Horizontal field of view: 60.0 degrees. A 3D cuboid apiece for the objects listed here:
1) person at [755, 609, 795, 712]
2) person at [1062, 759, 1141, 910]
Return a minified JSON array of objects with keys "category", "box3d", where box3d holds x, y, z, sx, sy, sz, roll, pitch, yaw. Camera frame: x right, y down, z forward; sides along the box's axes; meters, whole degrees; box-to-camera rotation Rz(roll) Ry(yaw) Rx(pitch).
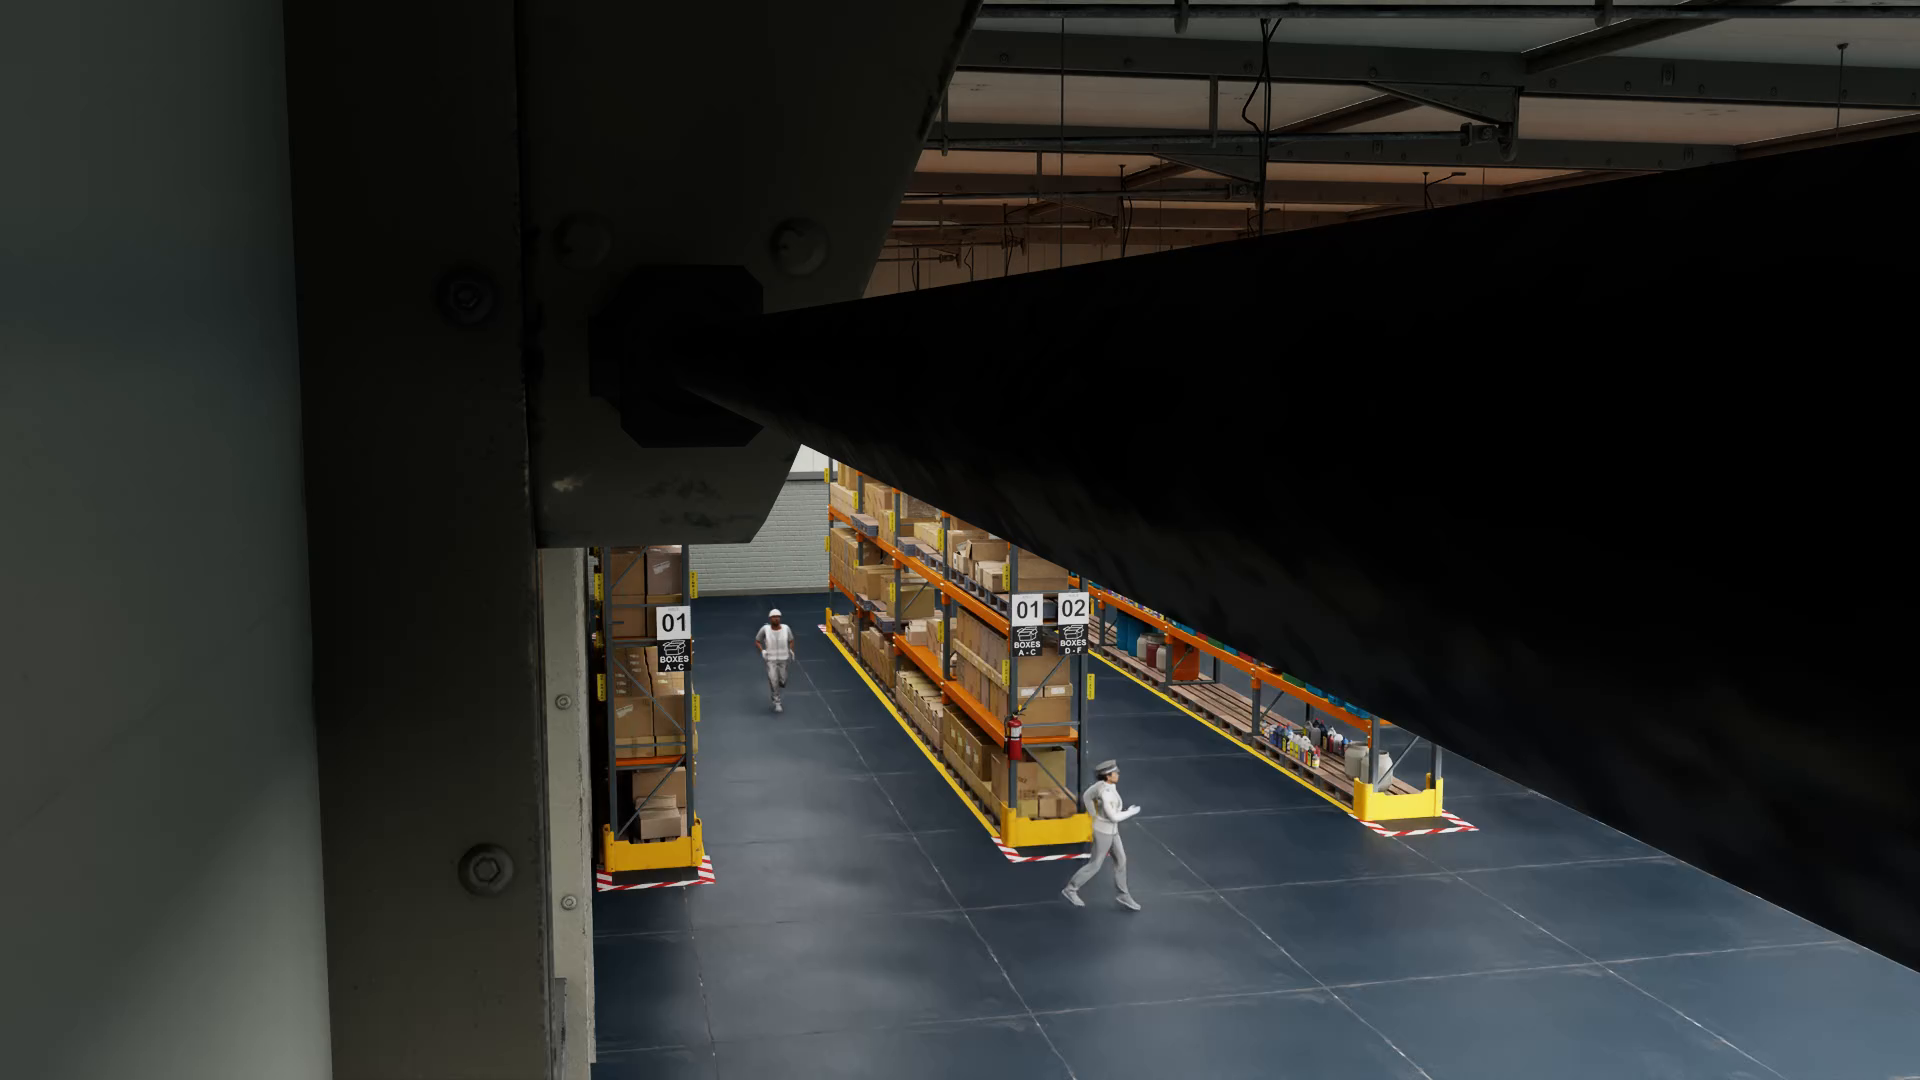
[{"category":"person","box3d":[-3.201,2.062,28.790,0.682,1.747,0.699,-2,7,-16]},{"category":"person","box3d":[1.582,3.282,18.510,0.883,1.720,0.589,1,7,5]}]
